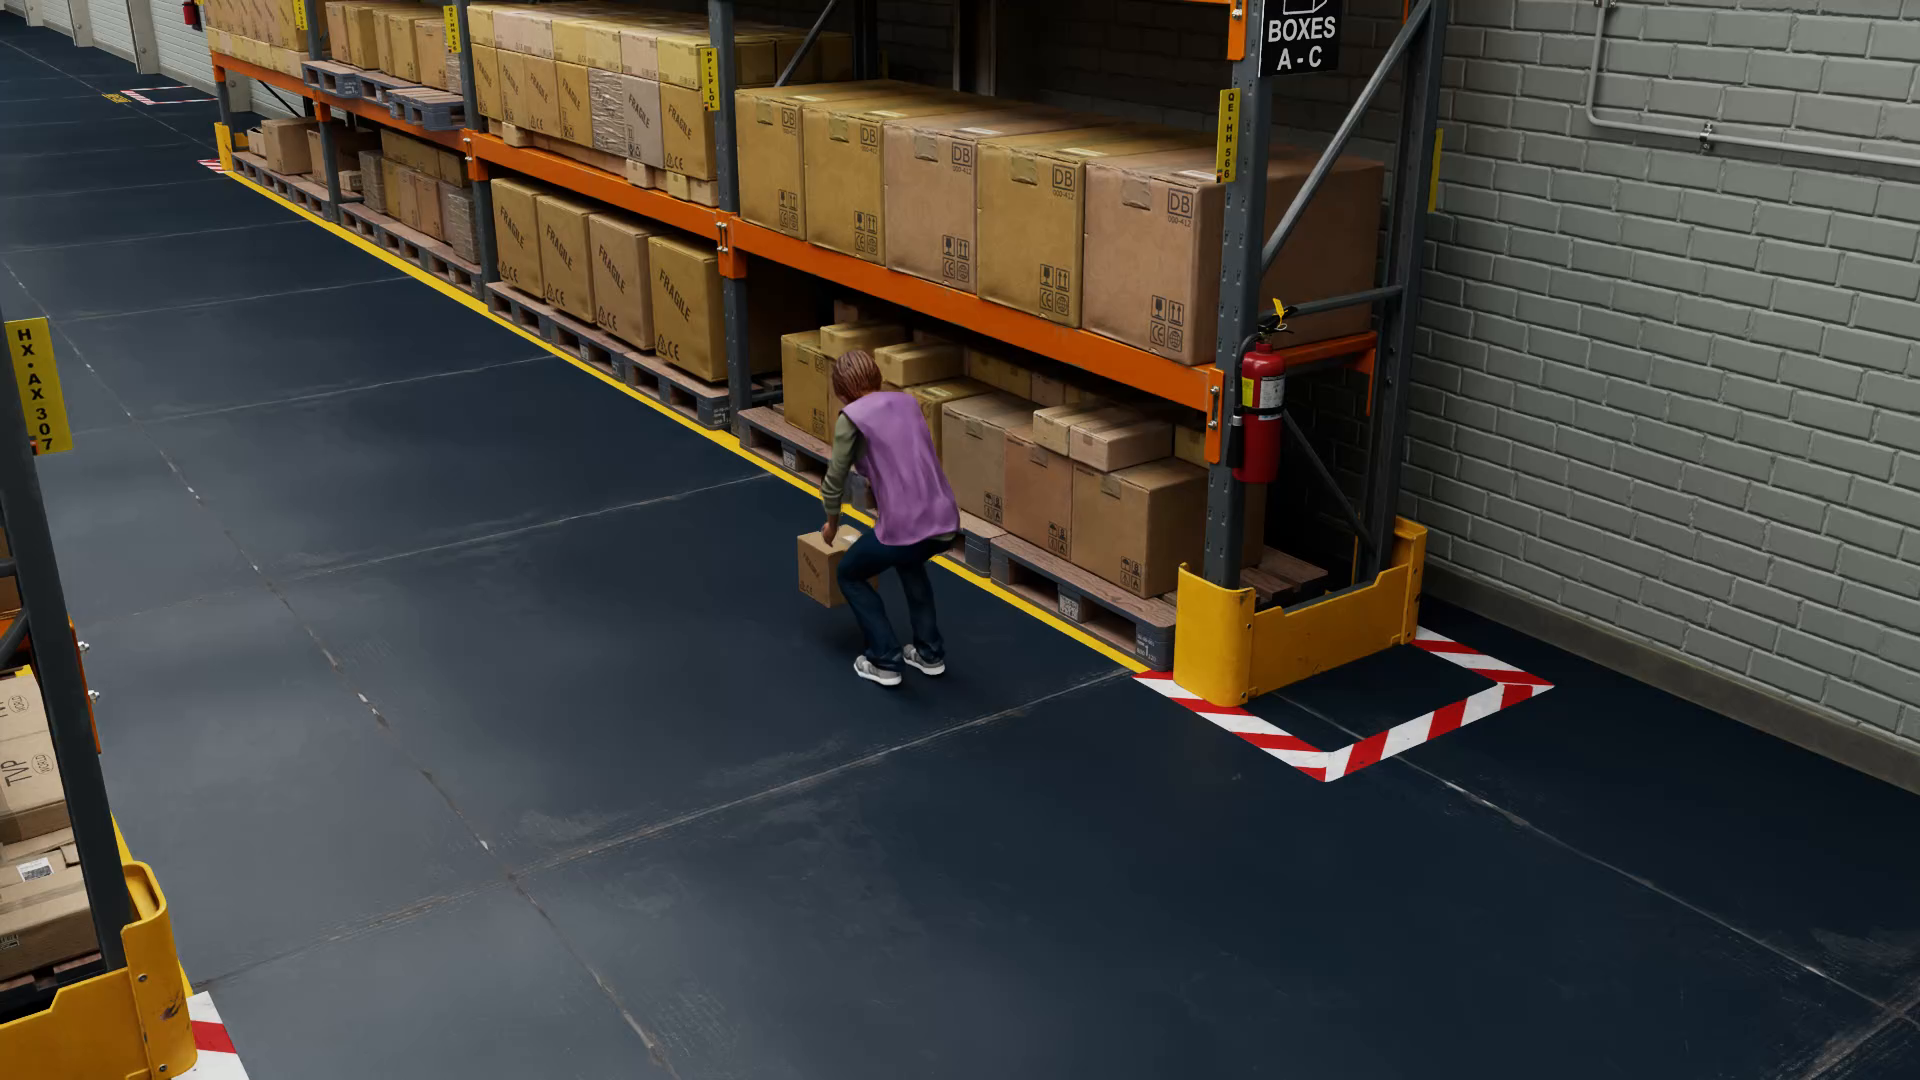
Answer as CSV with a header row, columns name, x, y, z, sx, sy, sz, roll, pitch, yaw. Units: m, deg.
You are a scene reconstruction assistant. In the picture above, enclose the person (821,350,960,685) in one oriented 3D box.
name,x,y,z,sx,sy,sz,roll,pitch,yaw
person,-0.293,-0.058,6.645,0.462,1.310,0.639,-15,26,-33
